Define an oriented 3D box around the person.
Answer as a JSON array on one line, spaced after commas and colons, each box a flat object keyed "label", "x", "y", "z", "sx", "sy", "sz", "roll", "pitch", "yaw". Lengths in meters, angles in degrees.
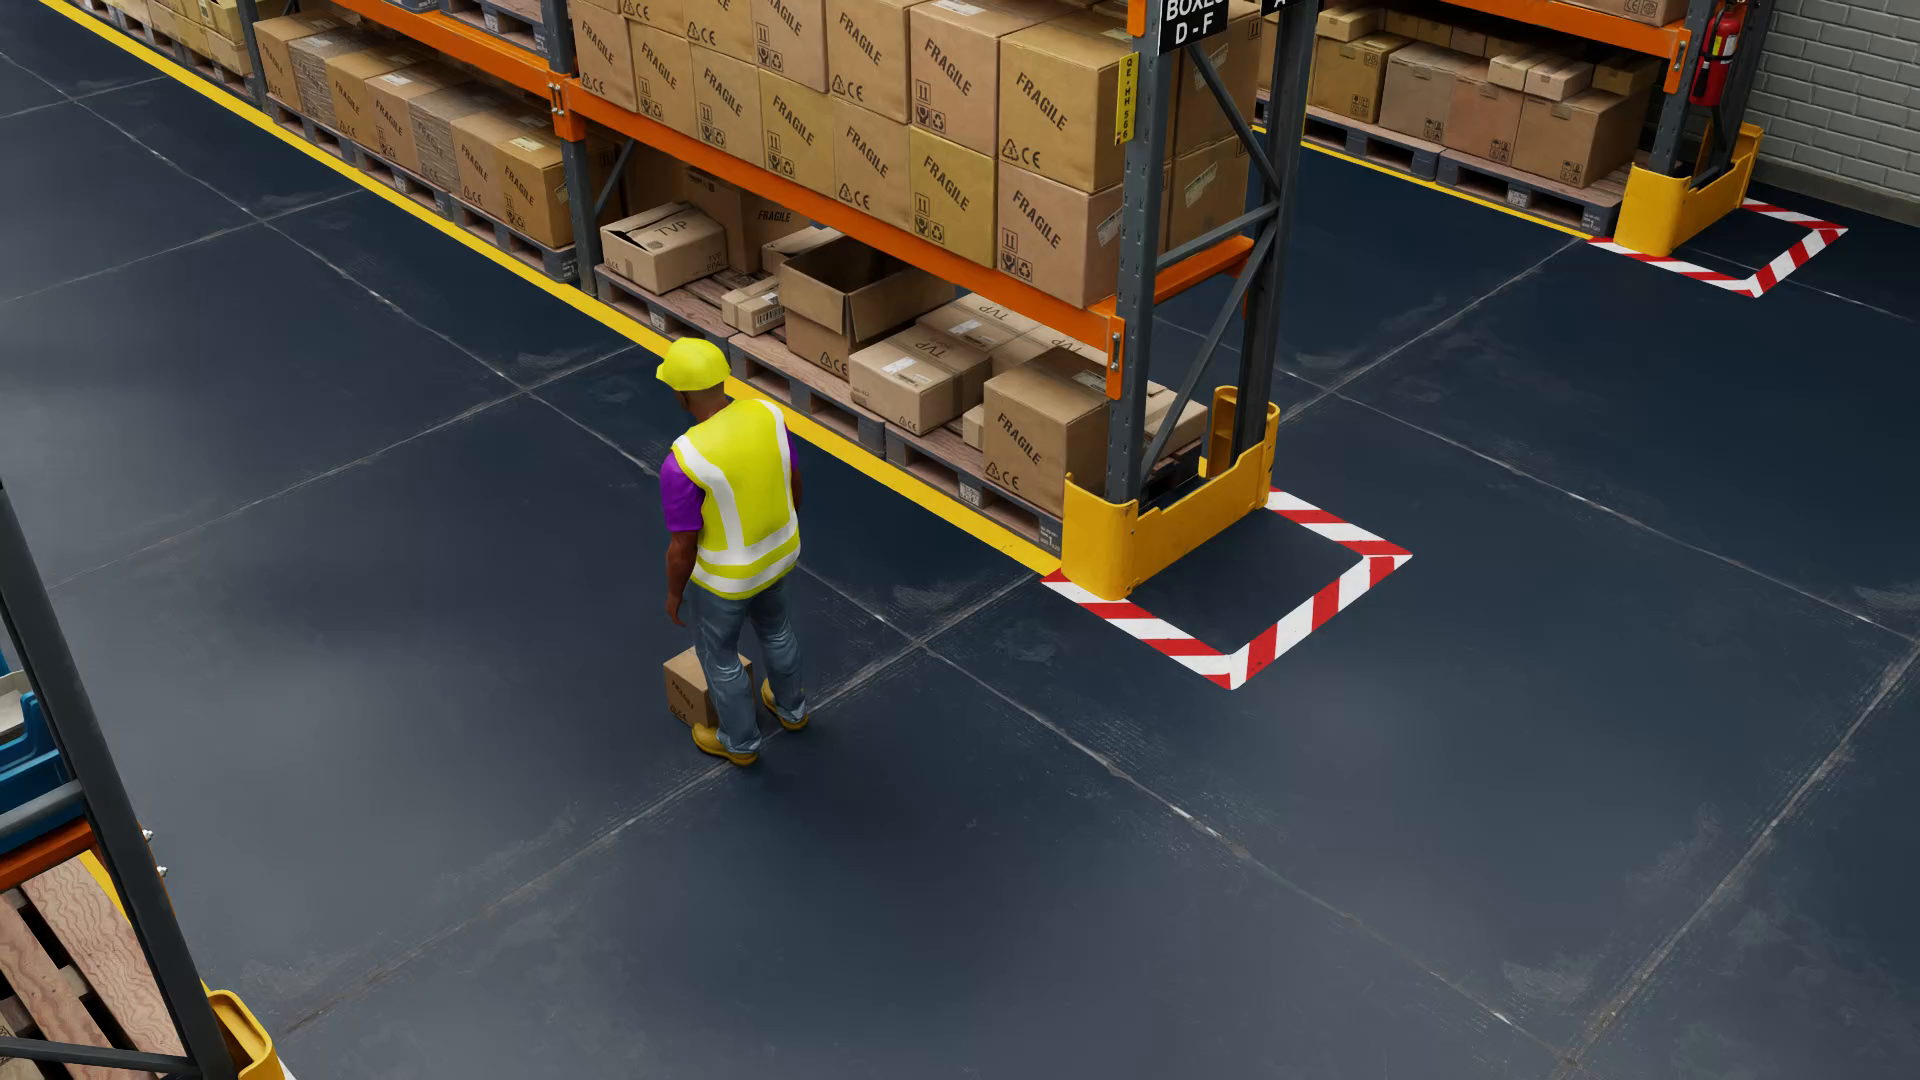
[{"label": "person", "x": -0.827, "y": 0.060, "z": 6.046, "sx": 0.460, "sy": 1.759, "sz": 0.629, "roll": 27, "pitch": 43, "yaw": 33}]
